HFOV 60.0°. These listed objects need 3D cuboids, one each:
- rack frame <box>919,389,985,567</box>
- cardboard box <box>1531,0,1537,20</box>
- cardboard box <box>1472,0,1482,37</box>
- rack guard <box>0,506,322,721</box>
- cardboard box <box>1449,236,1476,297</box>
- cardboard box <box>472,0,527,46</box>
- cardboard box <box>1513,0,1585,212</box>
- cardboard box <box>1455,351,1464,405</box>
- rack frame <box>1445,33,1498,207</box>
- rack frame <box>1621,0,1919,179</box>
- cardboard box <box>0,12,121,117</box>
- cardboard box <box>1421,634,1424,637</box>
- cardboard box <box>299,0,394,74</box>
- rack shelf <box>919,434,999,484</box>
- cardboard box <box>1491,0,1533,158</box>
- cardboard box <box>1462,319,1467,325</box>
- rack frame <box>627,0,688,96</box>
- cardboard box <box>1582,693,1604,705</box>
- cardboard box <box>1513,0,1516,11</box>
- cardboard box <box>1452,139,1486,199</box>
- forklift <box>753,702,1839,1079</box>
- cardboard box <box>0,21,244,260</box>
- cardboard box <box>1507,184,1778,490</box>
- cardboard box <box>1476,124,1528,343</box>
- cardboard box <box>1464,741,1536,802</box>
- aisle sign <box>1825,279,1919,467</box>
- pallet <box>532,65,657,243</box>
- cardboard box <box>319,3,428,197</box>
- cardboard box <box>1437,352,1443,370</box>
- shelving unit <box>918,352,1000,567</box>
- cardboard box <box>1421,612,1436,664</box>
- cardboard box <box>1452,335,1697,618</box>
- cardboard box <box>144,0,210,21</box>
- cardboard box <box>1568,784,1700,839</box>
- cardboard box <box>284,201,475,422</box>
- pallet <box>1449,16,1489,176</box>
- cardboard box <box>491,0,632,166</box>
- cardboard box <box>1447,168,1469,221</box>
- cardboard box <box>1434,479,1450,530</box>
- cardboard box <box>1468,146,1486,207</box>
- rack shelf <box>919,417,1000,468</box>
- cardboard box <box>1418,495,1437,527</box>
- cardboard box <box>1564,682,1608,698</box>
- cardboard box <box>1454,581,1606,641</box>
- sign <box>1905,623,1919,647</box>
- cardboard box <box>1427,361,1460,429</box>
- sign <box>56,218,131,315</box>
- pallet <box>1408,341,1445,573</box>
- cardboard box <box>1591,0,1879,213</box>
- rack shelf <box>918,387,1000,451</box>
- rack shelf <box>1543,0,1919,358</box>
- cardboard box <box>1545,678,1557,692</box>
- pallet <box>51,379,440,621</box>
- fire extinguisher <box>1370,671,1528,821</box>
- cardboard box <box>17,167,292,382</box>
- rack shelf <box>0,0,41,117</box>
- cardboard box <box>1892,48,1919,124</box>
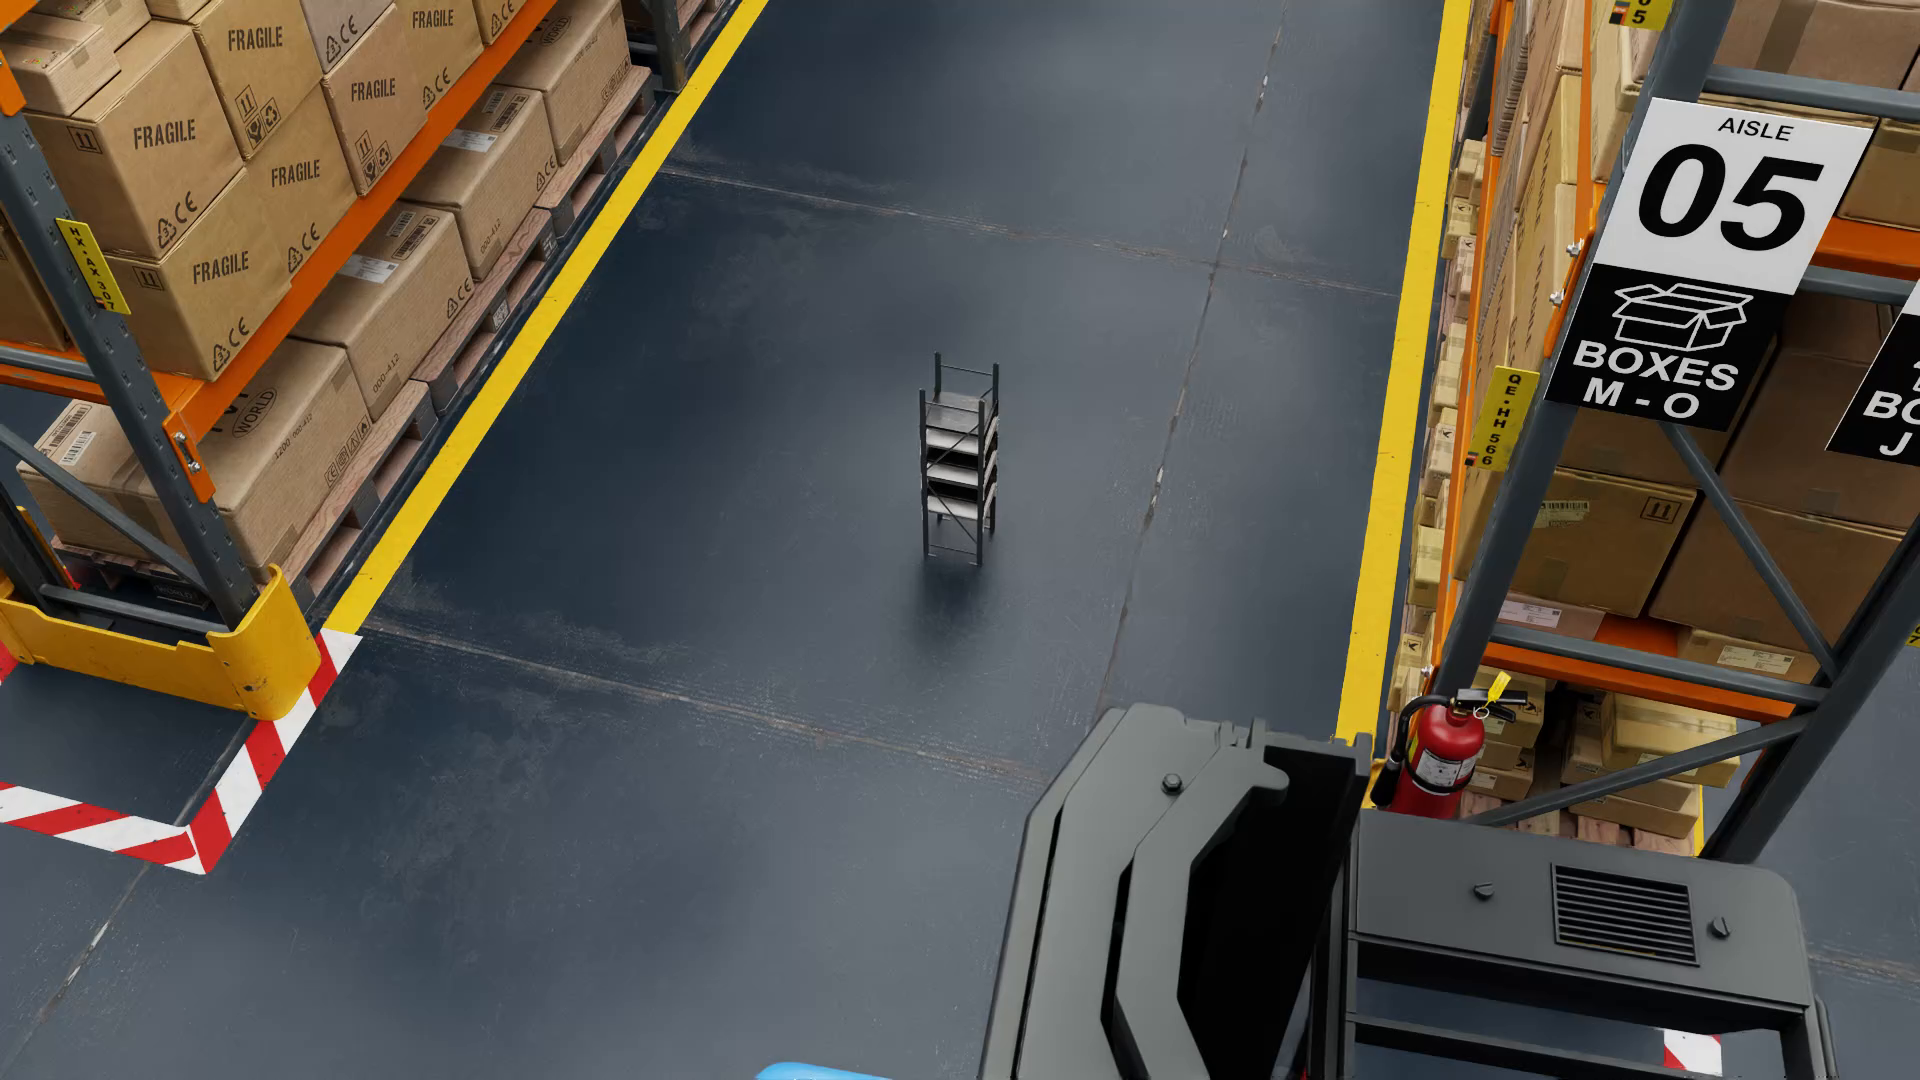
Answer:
[{"bbox_3d":[-0.029,-0.218,6.261,0.240,0.900,0.006,12,50,10],"label":"rack frame"},{"bbox_3d":[2.225,-2.012,5.512,0.500,0.500,0.500,12,50,11],"label":"cardboard box"},{"bbox_3d":[2.950,-2.832,8.555,0.500,0.500,0.500,11,49,9],"label":"cardboard box"},{"bbox_3d":[-2.999,0.270,6.097,1.175,0.500,0.348,12,50,10],"label":"rack guard"},{"bbox_3d":[2.372,-1.177,7.329,0.380,0.149,0.250,11,50,10],"label":"cardboard box"},{"bbox_3d":[-2.063,-2.375,6.698,0.500,0.500,0.500,11,49,9],"label":"cardboard box"},{"bbox_3d":[1.952,-1.258,4.846,0.500,0.500,0.500,14,50,12],"label":"cardboard box"},{"bbox_3d":[2.136,-0.623,6.443,0.380,0.149,0.250,12,50,10],"label":"cardboard box"},{"bbox_3d":[2.863,-2.564,6.931,1.000,3.000,0.127,12,50,10],"label":"rack frame"},{"bbox_3d":[1.810,-1.656,2.128,1.000,3.000,0.127,12,50,10],"label":"rack frame"},{"bbox_3d":[-2.632,-1.355,4.698,0.380,0.149,0.250,13,50,11],"label":"cardboard box"},{"bbox_3d":[1.870,0.332,5.997,0.380,0.149,0.250,11,50,10],"label":"cardboard box"},{"bbox_3d":[-2.334,-1.978,5.681,0.500,0.500,0.500,11,50,10],"label":"cardboard box"},{"bbox_3d":[-0.002,-0.329,6.284,0.258,0.077,0.200,12,50,10],"label":"rack shelf"},{"bbox_3d":[2.199,-1.671,5.878,0.500,0.500,0.500,11,49,9],"label":"cardboard box"},{"bbox_3d":[2.280,-0.886,6.873,0.380,0.149,0.250,14,50,12],"label":"cardboard box"},{"bbox_3d":[-1.939,-3.468,7.729,1.000,3.000,0.127,12,50,10],"label":"rack frame"},{"bbox_3d":[2.322,0.520,5.632,0.380,0.149,0.250,11,50,10],"label":"cardboard box"},{"bbox_3d":[2.489,-2.387,6.510,0.500,0.500,0.500,11,49,9],"label":"cardboard box"},{"bbox_3d":[2.459,-1.659,7.555,0.380,0.149,0.250,14,50,12],"label":"cardboard box"},{"bbox_3d":[0.876,1.584,3.316,3.031,2.935,1.130,8,49,7],"label":"forklift"},{"bbox_3d":[-2.591,-1.230,5.020,0.500,0.500,0.500,11,49,9],"label":"cardboard box"},{"bbox_3d":[1.690,-0.513,4.189,0.500,0.500,0.500,11,49,9],"label":"cardboard box"},{"bbox_3d":[1.945,-0.918,5.214,0.500,0.500,0.500,12,50,10],"label":"cardboard box"},{"bbox_3d":[1.747,0.712,5.661,0.380,0.149,0.250,12,50,11],"label":"cardboard box"},{"bbox_3d":[2.080,-0.419,3.304,0.394,0.787,0.004,12,50,10],"label":"aisle sign"},{"bbox_3d":[-2.215,-2.011,8.303,1.003,0.211,1.213,12,50,10],"label":"pallet"},{"bbox_3d":[-2.331,-1.634,6.044,0.500,0.500,0.500,11,50,10],"label":"cardboard box"},{"bbox_3d":[2.155,-0.613,6.831,0.380,0.149,0.250,10,49,9],"label":"cardboard box"},{"bbox_3d":[-0.002,-0.292,6.326,0.258,0.900,0.210,12,50,10],"label":"shelving unit"},{"bbox_3d":[1.794,0.419,5.722,0.380,0.149,0.250,11,49,9],"label":"cardboard box"},{"bbox_3d":[1.680,-0.178,4.560,0.500,0.500,0.500,12,50,11],"label":"cardboard box"},{"bbox_3d":[-2.452,-1.724,5.024,0.380,0.149,0.250,13,50,11],"label":"cardboard box"},{"bbox_3d":[2.257,0.818,5.568,0.380,0.149,0.250,12,50,11],"label":"cardboard box"},{"bbox_3d":[-2.682,-1.026,7.003,0.875,0.438,0.875,13,50,11],"label":"cardboard box"},{"bbox_3d":[3.066,-2.205,8.474,1.003,0.211,1.213,12,50,10],"label":"pallet"},{"bbox_3d":[-2.208,-2.326,8.150,0.875,0.438,0.875,11,49,9],"label":"cardboard box"},{"bbox_3d":[2.457,-1.560,7.666,0.380,0.149,0.250,10,49,8],"label":"cardboard box"},{"bbox_3d":[1.901,-0.054,5.940,0.380,0.149,0.250,10,49,9],"label":"cardboard box"},{"bbox_3d":[2.443,-1.561,7.270,0.380,0.149,0.250,14,50,12],"label":"cardboard box"},{"bbox_3d":[-0.002,-0.389,6.216,0.258,0.077,0.200,12,50,10],"label":"rack shelf"},{"bbox_3d":[1.932,-0.156,6.229,0.380,0.149,0.250,12,50,11],"label":"cardboard box"},{"bbox_3d":[2.232,0.402,5.538,0.380,0.149,0.250,12,50,11],"label":"cardboard box"},{"bbox_3d":[1.623,0.121,4.729,0.380,0.149,0.250,12,50,10],"label":"cardboard box"},{"bbox_3d":[2.333,0.150,3.959,0.100,0.325,0.005,12,50,10],"label":"sign"},{"bbox_3d":[2.064,-0.543,6.570,0.380,0.149,0.250,12,50,10],"label":"cardboard box"},{"bbox_3d":[-2.458,-0.773,4.721,0.100,0.325,0.005,12,50,10],"label":"sign"},{"bbox_3d":[2.401,-0.263,6.761,1.003,0.211,1.213,12,50,10],"label":"pallet"},{"bbox_3d":[1.674,-0.995,3.646,0.500,0.250,0.500,11,49,9],"label":"cardboard box"},{"bbox_3d":[-0.002,-0.449,6.149,0.258,0.077,0.200,12,50,10],"label":"rack shelf"},{"bbox_3d":[2.336,-1.872,4.800,1.077,0.370,4.000,12,50,10],"label":"rack shelf"},{"bbox_3d":[1.826,0.333,5.599,0.380,0.149,0.250,12,50,11],"label":"cardboard box"},{"bbox_3d":[-2.857,-0.246,6.745,1.003,0.211,1.213,12,50,10],"label":"pallet"},{"bbox_3d":[1.298,0.569,4.466,0.296,0.674,0.183,12,50,10],"label":"fire extinguisher"},{"bbox_3d":[-2.589,-0.898,5.394,0.500,0.500,0.500,11,50,10],"label":"cardboard box"},{"bbox_3d":[-2.466,-2.776,5.597,1.077,0.370,4.000,12,50,10],"label":"rack shelf"},{"bbox_3d":[2.179,-1.053,3.363,0.500,0.250,0.500,12,50,11],"label":"cardboard box"}]
